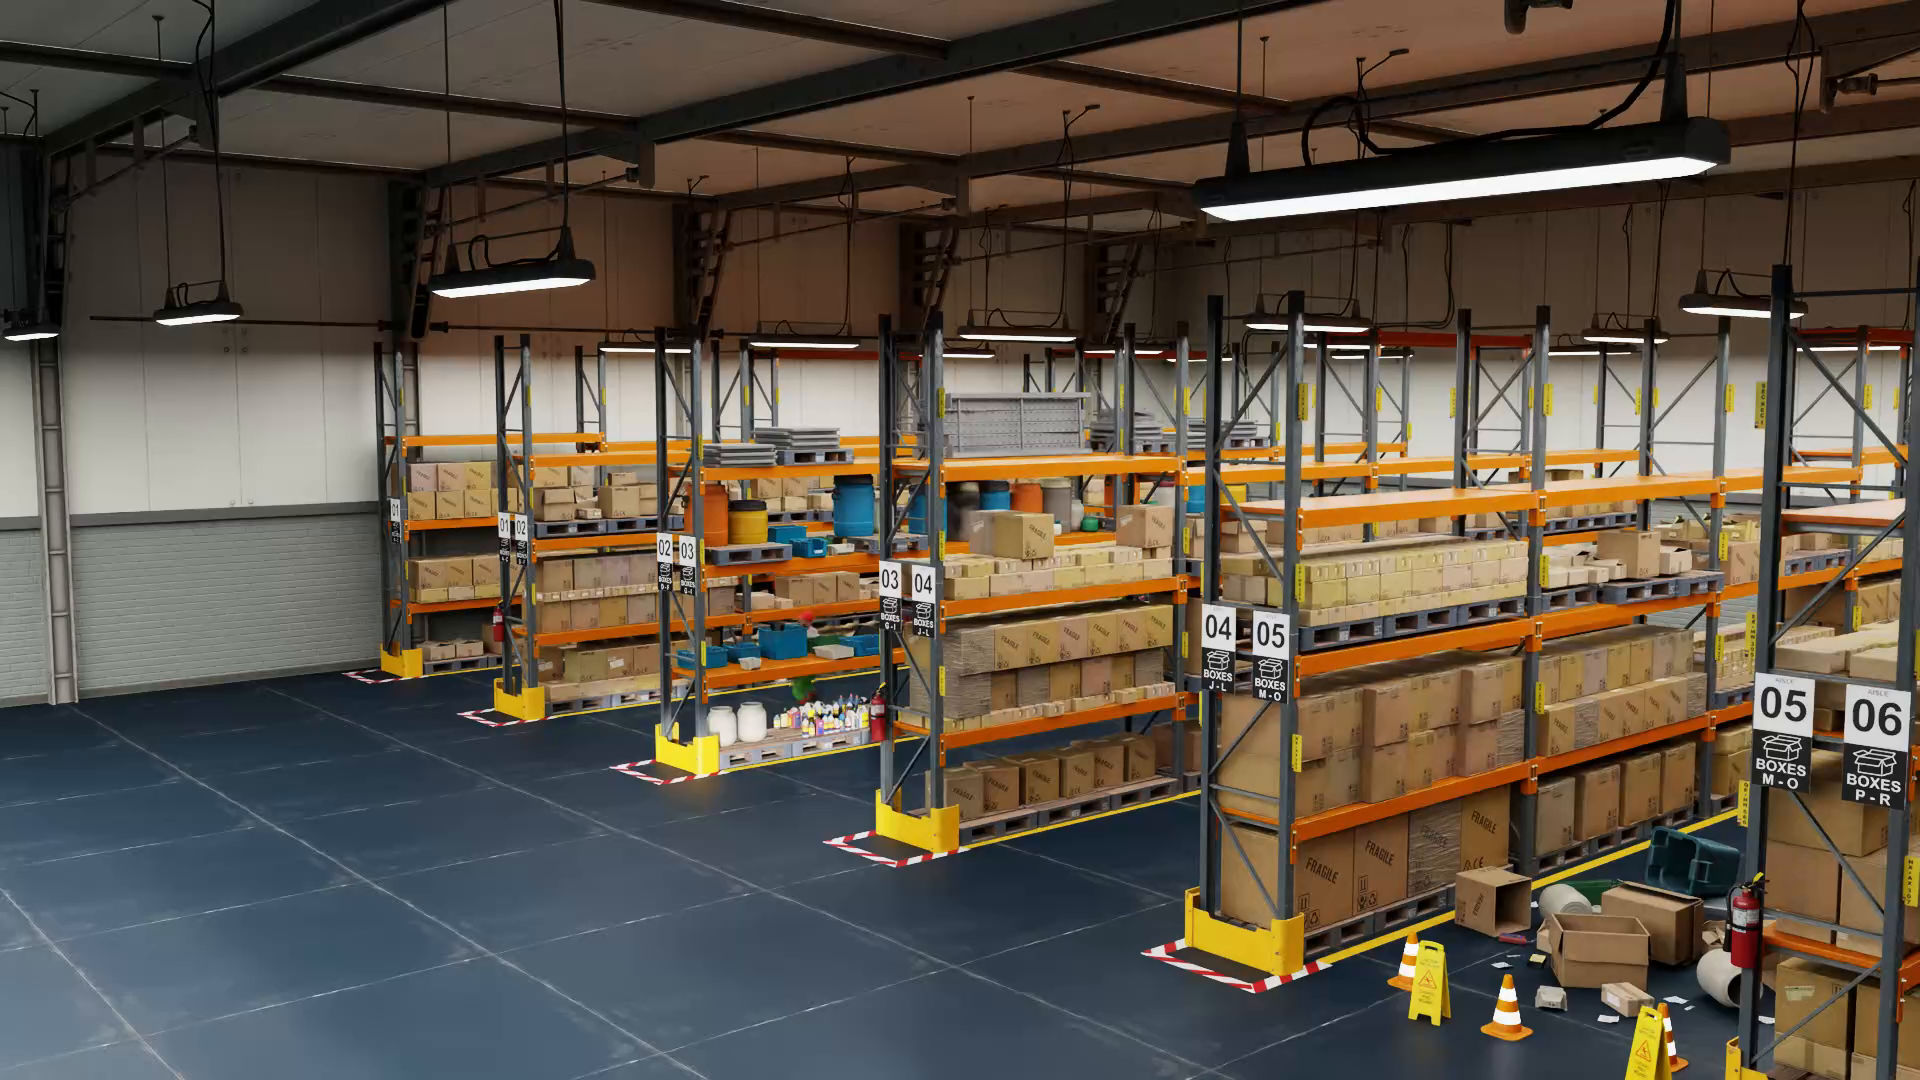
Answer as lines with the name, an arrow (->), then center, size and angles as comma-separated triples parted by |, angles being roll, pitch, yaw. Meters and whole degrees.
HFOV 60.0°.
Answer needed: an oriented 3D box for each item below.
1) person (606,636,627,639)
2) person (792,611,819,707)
person -> -6.201, 1.499, 30.164 | 0.671, 1.770, 0.990 | 4, 7, 40
person -> -2.392, 1.945, 26.094 | 0.455, 1.716, 0.980 | 0, 5, 0
